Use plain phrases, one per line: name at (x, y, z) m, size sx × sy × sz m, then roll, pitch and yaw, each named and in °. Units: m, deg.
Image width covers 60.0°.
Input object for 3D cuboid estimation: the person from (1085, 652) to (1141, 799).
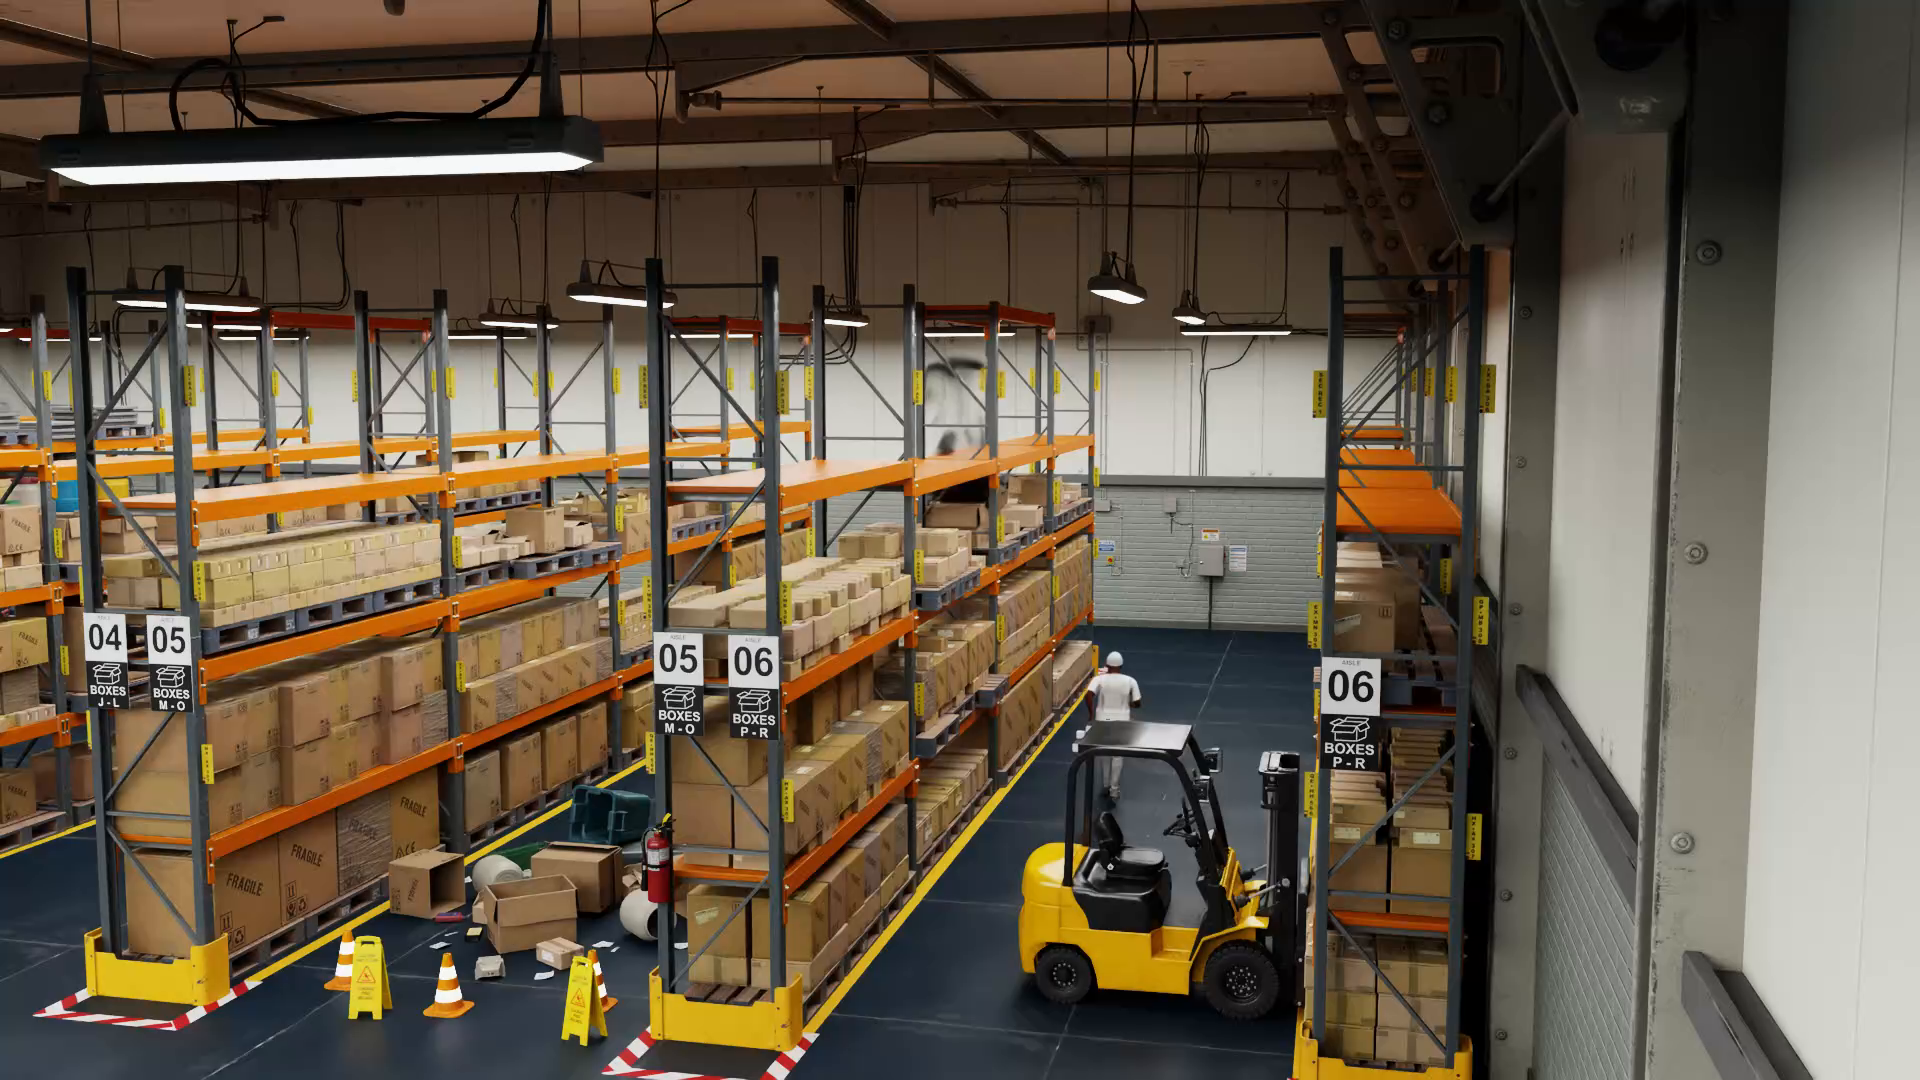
person at (1.865, 2.261, 20.108) m, size 0.630 × 1.811 × 0.827 m, roll 2°, pitch 6°, yaw 15°
